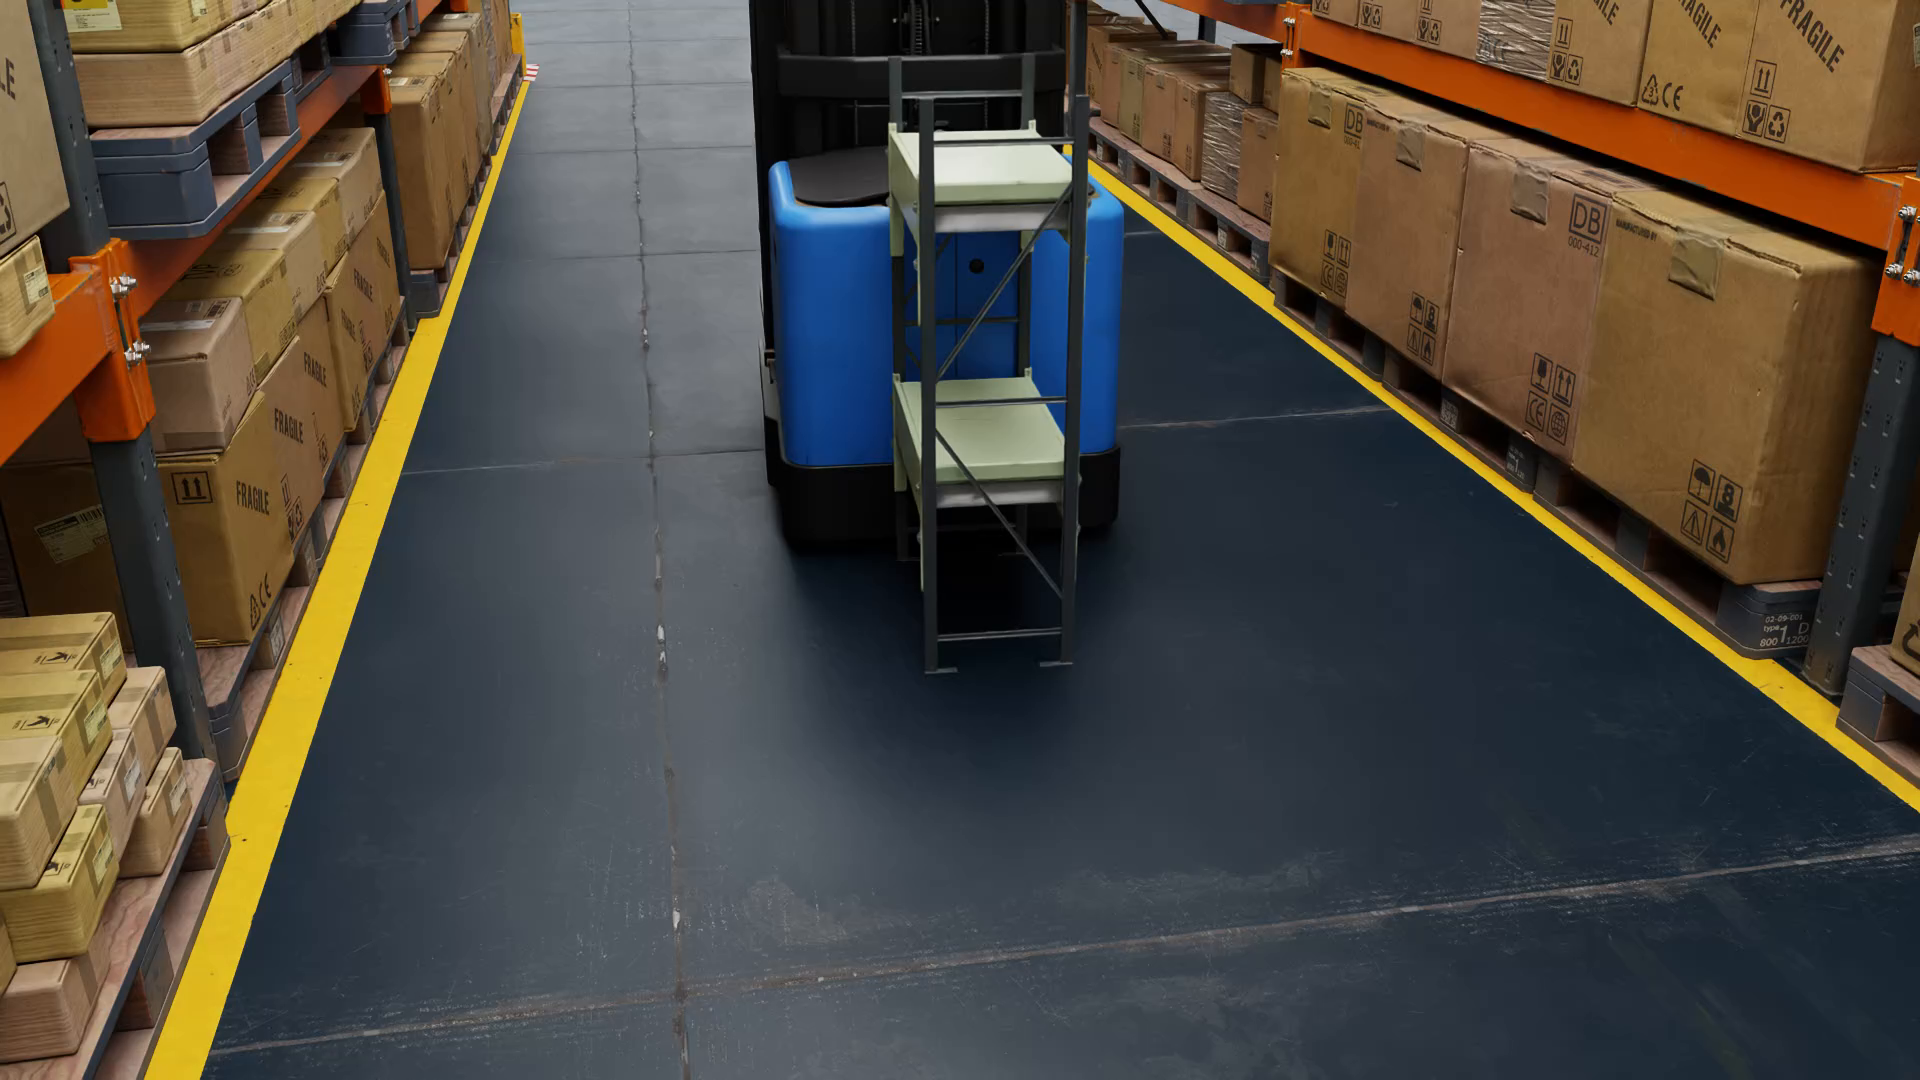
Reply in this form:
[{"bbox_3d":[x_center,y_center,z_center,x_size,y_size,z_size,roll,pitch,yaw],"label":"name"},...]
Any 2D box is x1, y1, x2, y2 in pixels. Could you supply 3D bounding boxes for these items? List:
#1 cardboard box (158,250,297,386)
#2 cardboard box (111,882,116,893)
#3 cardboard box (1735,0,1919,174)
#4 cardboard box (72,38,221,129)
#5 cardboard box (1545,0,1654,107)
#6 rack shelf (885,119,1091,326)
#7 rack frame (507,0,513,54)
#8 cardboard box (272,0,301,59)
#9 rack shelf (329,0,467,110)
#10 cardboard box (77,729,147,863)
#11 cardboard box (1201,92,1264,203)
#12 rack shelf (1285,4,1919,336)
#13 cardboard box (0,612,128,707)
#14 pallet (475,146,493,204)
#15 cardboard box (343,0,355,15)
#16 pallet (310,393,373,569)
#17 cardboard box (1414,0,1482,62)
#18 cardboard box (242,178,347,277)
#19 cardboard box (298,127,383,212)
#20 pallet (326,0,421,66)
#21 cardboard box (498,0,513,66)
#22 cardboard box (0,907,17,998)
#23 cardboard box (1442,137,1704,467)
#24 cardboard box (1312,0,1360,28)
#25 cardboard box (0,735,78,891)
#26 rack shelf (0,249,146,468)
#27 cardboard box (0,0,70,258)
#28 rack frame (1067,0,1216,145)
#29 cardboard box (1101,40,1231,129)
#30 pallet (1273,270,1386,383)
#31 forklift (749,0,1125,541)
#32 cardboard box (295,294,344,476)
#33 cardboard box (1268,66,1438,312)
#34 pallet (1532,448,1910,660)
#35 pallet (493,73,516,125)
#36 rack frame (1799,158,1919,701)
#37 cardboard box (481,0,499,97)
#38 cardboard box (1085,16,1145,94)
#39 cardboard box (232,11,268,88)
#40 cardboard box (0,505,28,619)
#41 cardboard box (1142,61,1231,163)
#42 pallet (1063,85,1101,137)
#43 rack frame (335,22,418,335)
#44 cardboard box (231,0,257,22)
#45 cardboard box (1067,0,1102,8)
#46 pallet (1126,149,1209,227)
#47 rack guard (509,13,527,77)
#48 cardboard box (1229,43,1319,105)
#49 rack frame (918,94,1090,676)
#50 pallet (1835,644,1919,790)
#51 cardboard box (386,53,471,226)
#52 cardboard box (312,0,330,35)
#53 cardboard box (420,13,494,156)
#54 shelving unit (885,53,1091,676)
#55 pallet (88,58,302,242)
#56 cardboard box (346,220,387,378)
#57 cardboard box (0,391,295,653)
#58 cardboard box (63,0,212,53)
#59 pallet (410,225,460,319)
[{"bbox_3d":[-2.142,-0.604,4.547,0.500,0.250,0.500,-4,24,-8],"label":"cardboard box"},{"bbox_3d":[-1.791,0.657,3.034,0.380,0.149,0.250,-4,24,-8],"label":"cardboard box"},{"bbox_3d":[2.374,-1.231,4.196,0.500,0.500,0.500,-4,24,-10],"label":"cardboard box"},{"bbox_3d":[-1.785,-0.960,3.490,0.380,0.149,0.250,-5,24,-12],"label":"cardboard box"},{"bbox_3d":[2.186,-1.631,5.112,0.500,0.500,0.500,-5,24,-10],"label":"cardboard box"},{"bbox_3d":[0.054,-0.844,4.333,0.431,0.370,0.720,-3,24,-7],"label":"rack shelf"},{"bbox_3d":[-4.383,-5.414,13.899,1.000,3.000,0.127,-4,24,-10],"label":"rack frame"},{"bbox_3d":[-1.977,-1.366,4.420,0.380,0.149,0.250,-5,24,-12],"label":"cardboard box"},{"bbox_3d":[-3.274,-2.724,8.639,1.077,0.370,4.000,-4,24,-10],"label":"rack shelf"},{"bbox_3d":[-1.731,0.490,3.047,0.380,0.149,0.250,-5,24,-12],"label":"cardboard box"},{"bbox_3d":[1.731,-2.130,8.953,0.700,0.500,0.500,-6,24,-14],"label":"cardboard box"},{"bbox_3d":[2.359,-1.478,5.786,1.077,0.370,4.000,-4,24,-10],"label":"rack shelf"},{"bbox_3d":[-1.843,0.268,3.183,0.380,0.149,0.250,-4,24,-8],"label":"cardboard box"},{"bbox_3d":[-3.427,-2.265,10.172,1.003,0.211,1.213,-4,24,-10],"label":"pallet"},{"bbox_3d":[-2.175,-1.782,5.371,0.380,0.149,0.250,-5,24,-12],"label":"cardboard box"},{"bbox_3d":[-2.539,-0.203,5.451,1.003,0.211,1.213,-4,24,-10],"label":"pallet"},{"bbox_3d":[2.008,-2.025,6.015,0.500,0.500,0.500,-5,24,-11],"label":"cardboard box"},{"bbox_3d":[-2.337,-1.009,5.475,0.500,0.250,0.500,-4,24,-9],"label":"cardboard box"},{"bbox_3d":[-2.520,-1.408,6.388,0.500,0.250,0.500,-5,24,-11],"label":"cardboard box"},{"bbox_3d":[-2.667,-1.907,6.108,1.213,0.211,1.003,-4,24,-10],"label":"pallet"},{"bbox_3d":[-4.193,-4.371,13.640,0.875,0.875,0.875,-4,24,-9],"label":"cardboard box"},{"bbox_3d":[-1.714,0.699,2.566,0.380,0.149,0.250,-4,24,-9],"label":"cardboard box"},{"bbox_3d":[2.425,-0.842,5.560,1.225,0.875,0.875,-5,24,-12],"label":"cardboard box"},{"bbox_3d":[1.812,-2.429,6.939,0.500,0.500,0.500,-4,24,-8],"label":"cardboard box"},{"bbox_3d":[-1.703,0.463,2.736,0.380,0.149,0.250,-5,24,-10],"label":"cardboard box"},{"bbox_3d":[-1.794,0.422,1.434,1.077,0.370,4.000,-4,24,-10],"label":"rack shelf"},{"bbox_3d":[-1.797,-0.707,2.624,0.500,0.500,0.500,-4,24,-10],"label":"cardboard box"},{"bbox_3d":[1.250,-4.168,11.046,1.000,3.000,0.127,-4,24,-10],"label":"rack frame"},{"bbox_3d":[1.342,-2.981,10.901,0.700,0.500,0.500,-6,24,-14],"label":"cardboard box"},{"bbox_3d":[2.061,-1.001,7.279,1.003,0.211,1.213,-4,24,-10],"label":"pallet"},{"bbox_3d":[-0.211,-1.896,5.929,1.130,2.935,3.031,-3,24,-7],"label":"forklift"},{"bbox_3d":[-2.250,-0.464,5.164,0.500,0.500,0.500,-4,24,-9],"label":"cardboard box"},{"bbox_3d":[2.096,-1.541,7.159,1.225,0.875,0.875,-5,24,-12],"label":"cardboard box"},{"bbox_3d":[2.512,-0.041,5.081,1.003,0.211,1.213,-4,24,-10],"label":"pallet"},{"bbox_3d":[-3.936,-3.349,12.653,1.003,0.211,1.213,-4,24,-10],"label":"pallet"},{"bbox_3d":[2.729,-1.021,3.841,1.000,3.000,0.127,-4,24,-10],"label":"rack frame"},{"bbox_3d":[-3.861,-3.666,12.027,0.875,0.875,0.875,-4,24,-9],"label":"cardboard box"},{"bbox_3d":[1.102,-3.600,12.344,0.500,0.500,0.500,3,24,7],"label":"cardboard box"},{"bbox_3d":[-1.884,-1.168,3.965,0.380,0.149,0.250,-4,24,-9],"label":"cardboard box"},{"bbox_3d":[-2.549,-0.013,4.132,0.500,0.500,0.500,-5,24,-11],"label":"cardboard box"},{"bbox_3d":[1.516,-2.572,9.965,0.700,0.500,0.500,-6,24,-14],"label":"cardboard box"},{"bbox_3d":[1.091,-3.152,12.203,1.003,0.211,1.213,-4,24,-10],"label":"pallet"},{"bbox_3d":[-2.904,-2.267,6.694,1.000,3.000,0.127,-4,24,-10],"label":"rack frame"},{"bbox_3d":[-1.883,-1.300,3.896,0.380,0.149,0.250,-4,24,-8],"label":"cardboard box"},{"bbox_3d":[0.850,-4.061,13.400,0.500,0.500,0.500,-2,24,-5],"label":"cardboard box"},{"bbox_3d":[1.624,-2.103,9.802,1.003,0.211,1.213,-4,24,-10],"label":"pallet"},{"bbox_3d":[-4.388,-4.278,14.421,1.175,0.500,0.348,-4,24,-10],"label":"rack guard"},{"bbox_3d":[1.728,-2.464,8.780,0.500,0.250,0.500,-2,24,-4],"label":"cardboard box"},{"bbox_3d":[0.103,-0.341,4.156,0.400,1.500,0.023,-3,24,-7],"label":"rack frame"},{"bbox_3d":[2.793,0.561,3.701,1.003,0.211,1.213,-4,24,-10],"label":"pallet"},{"bbox_3d":[-3.093,-2.019,8.410,1.050,0.750,0.750,-4,24,-9],"label":"cardboard box"},{"bbox_3d":[-2.075,-1.573,4.893,0.380,0.149,0.250,-5,24,-12],"label":"cardboard box"},{"bbox_3d":[-3.440,-2.765,10.119,1.050,0.750,0.750,-4,24,-10],"label":"cardboard box"},{"bbox_3d":[0.054,-0.486,4.489,0.431,1.500,0.755,-3,24,-7],"label":"shelving unit"},{"bbox_3d":[-2.163,-0.918,3.843,1.003,0.211,1.213,-4,24,-10],"label":"pallet"},{"bbox_3d":[-2.433,-0.870,6.093,0.500,0.500,0.500,-3,24,-8],"label":"cardboard box"},{"bbox_3d":[-2.040,-0.051,4.218,0.500,0.500,0.500,-3,24,-8],"label":"cardboard box"},{"bbox_3d":[-1.785,-1.097,3.431,0.380,0.149,0.250,-4,24,-9],"label":"cardboard box"},{"bbox_3d":[-2.976,-1.305,7.975,1.003,0.211,1.213,-4,24,-10],"label":"pallet"}]
